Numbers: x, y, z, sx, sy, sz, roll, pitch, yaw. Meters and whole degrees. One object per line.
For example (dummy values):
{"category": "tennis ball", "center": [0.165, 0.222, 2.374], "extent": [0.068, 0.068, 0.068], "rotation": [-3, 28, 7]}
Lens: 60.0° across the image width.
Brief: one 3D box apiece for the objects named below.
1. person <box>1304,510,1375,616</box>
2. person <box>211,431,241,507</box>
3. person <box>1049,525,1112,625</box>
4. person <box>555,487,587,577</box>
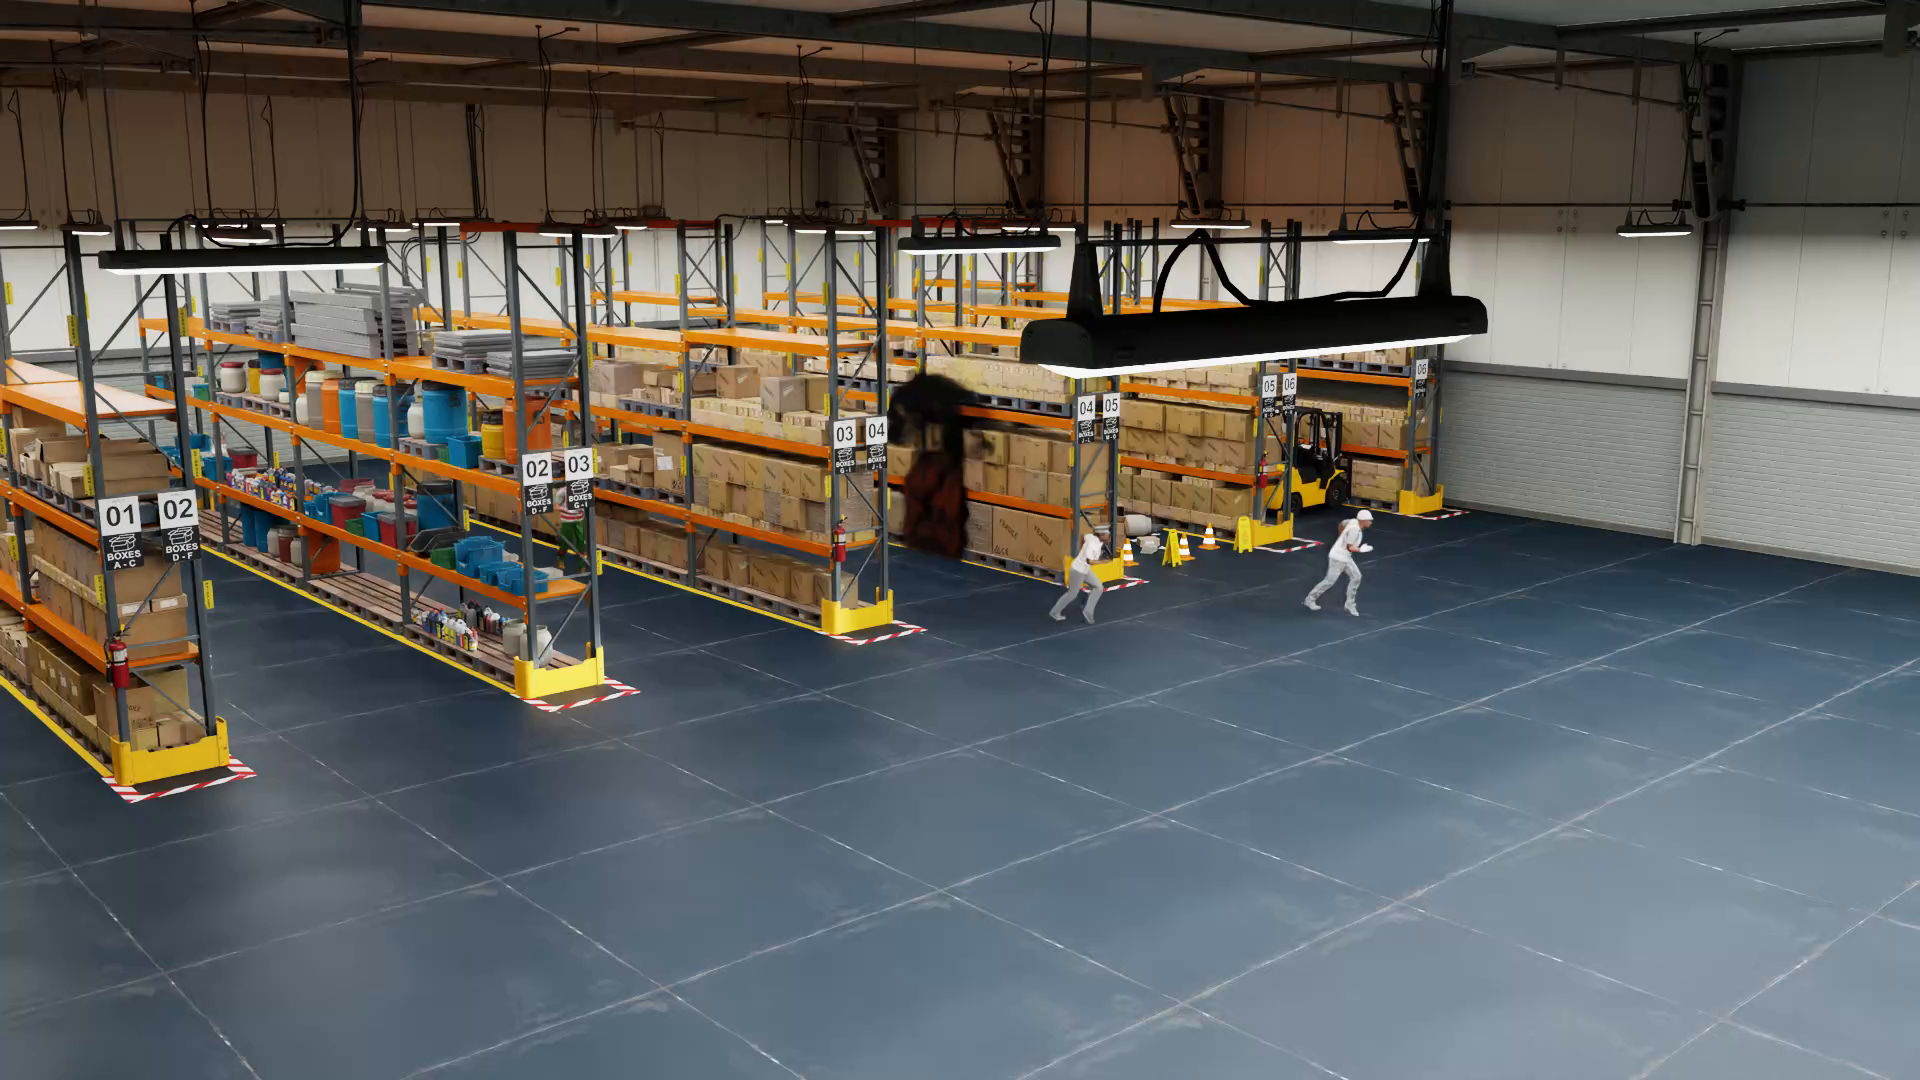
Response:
{"category": "person", "center": [5.925, 0.359, 26.004], "extent": [1.024, 1.722, 0.729], "rotation": [3, 12, 15]}
{"category": "person", "center": [-15.587, -1.433, 34.938], "extent": [0.690, 1.703, 0.658], "rotation": [-1, 11, -5]}
{"category": "person", "center": [1.854, 0.534, 25.431], "extent": [0.958, 1.592, 0.613], "rotation": [3, 12, 13]}
{"category": "person", "center": [-6.736, -0.299, 28.837], "extent": [0.842, 1.839, 0.679], "rotation": [11, 16, 43]}
